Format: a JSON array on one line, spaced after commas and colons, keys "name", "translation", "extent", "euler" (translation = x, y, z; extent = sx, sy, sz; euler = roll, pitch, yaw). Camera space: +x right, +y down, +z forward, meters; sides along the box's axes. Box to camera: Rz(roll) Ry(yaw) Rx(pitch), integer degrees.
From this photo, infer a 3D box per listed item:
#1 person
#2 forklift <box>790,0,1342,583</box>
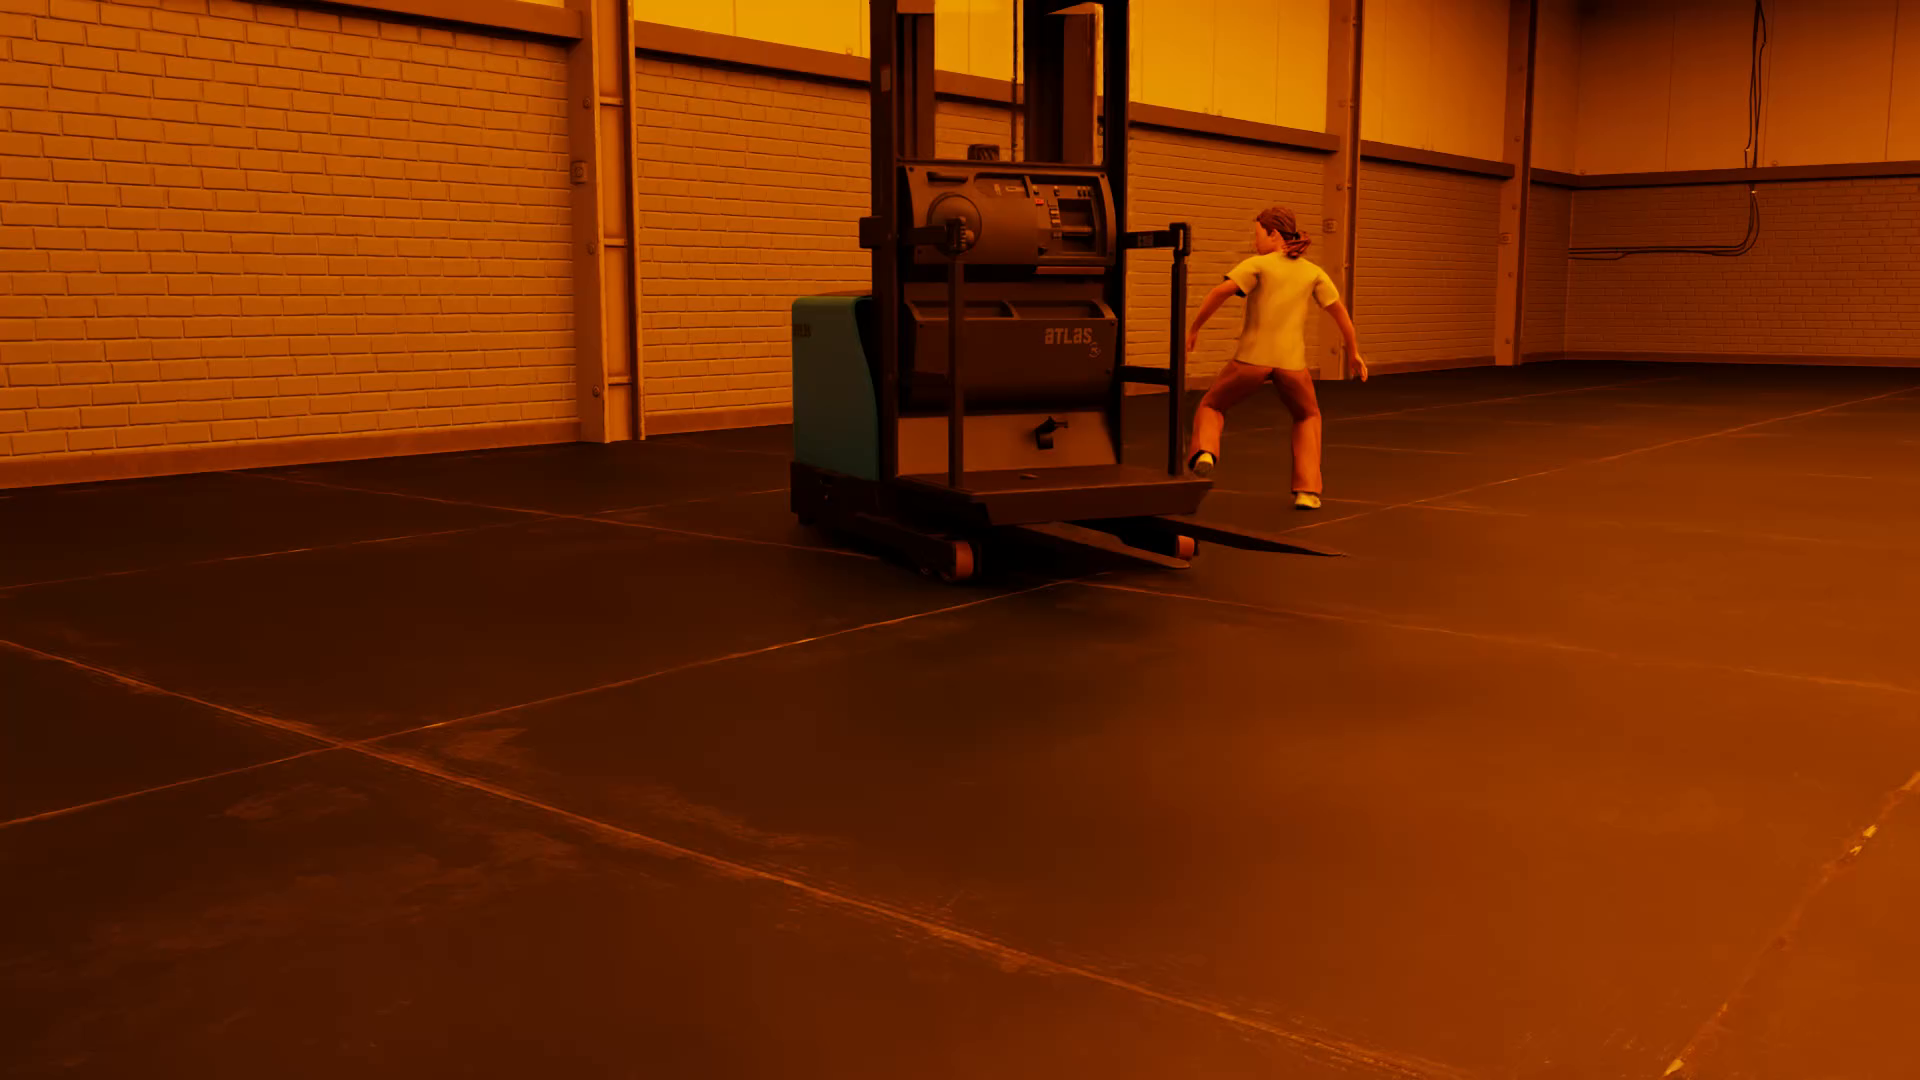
[{"name": "person", "translation": [1.596, -0.902, 8.418], "extent": [0.972, 1.557, 0.502], "euler": [0, 8, -2]}, {"name": "forklift", "translation": [0.309, -1.360, 6.575], "extent": [1.130, 2.935, 3.031], "euler": [-4, 9, -26]}]
